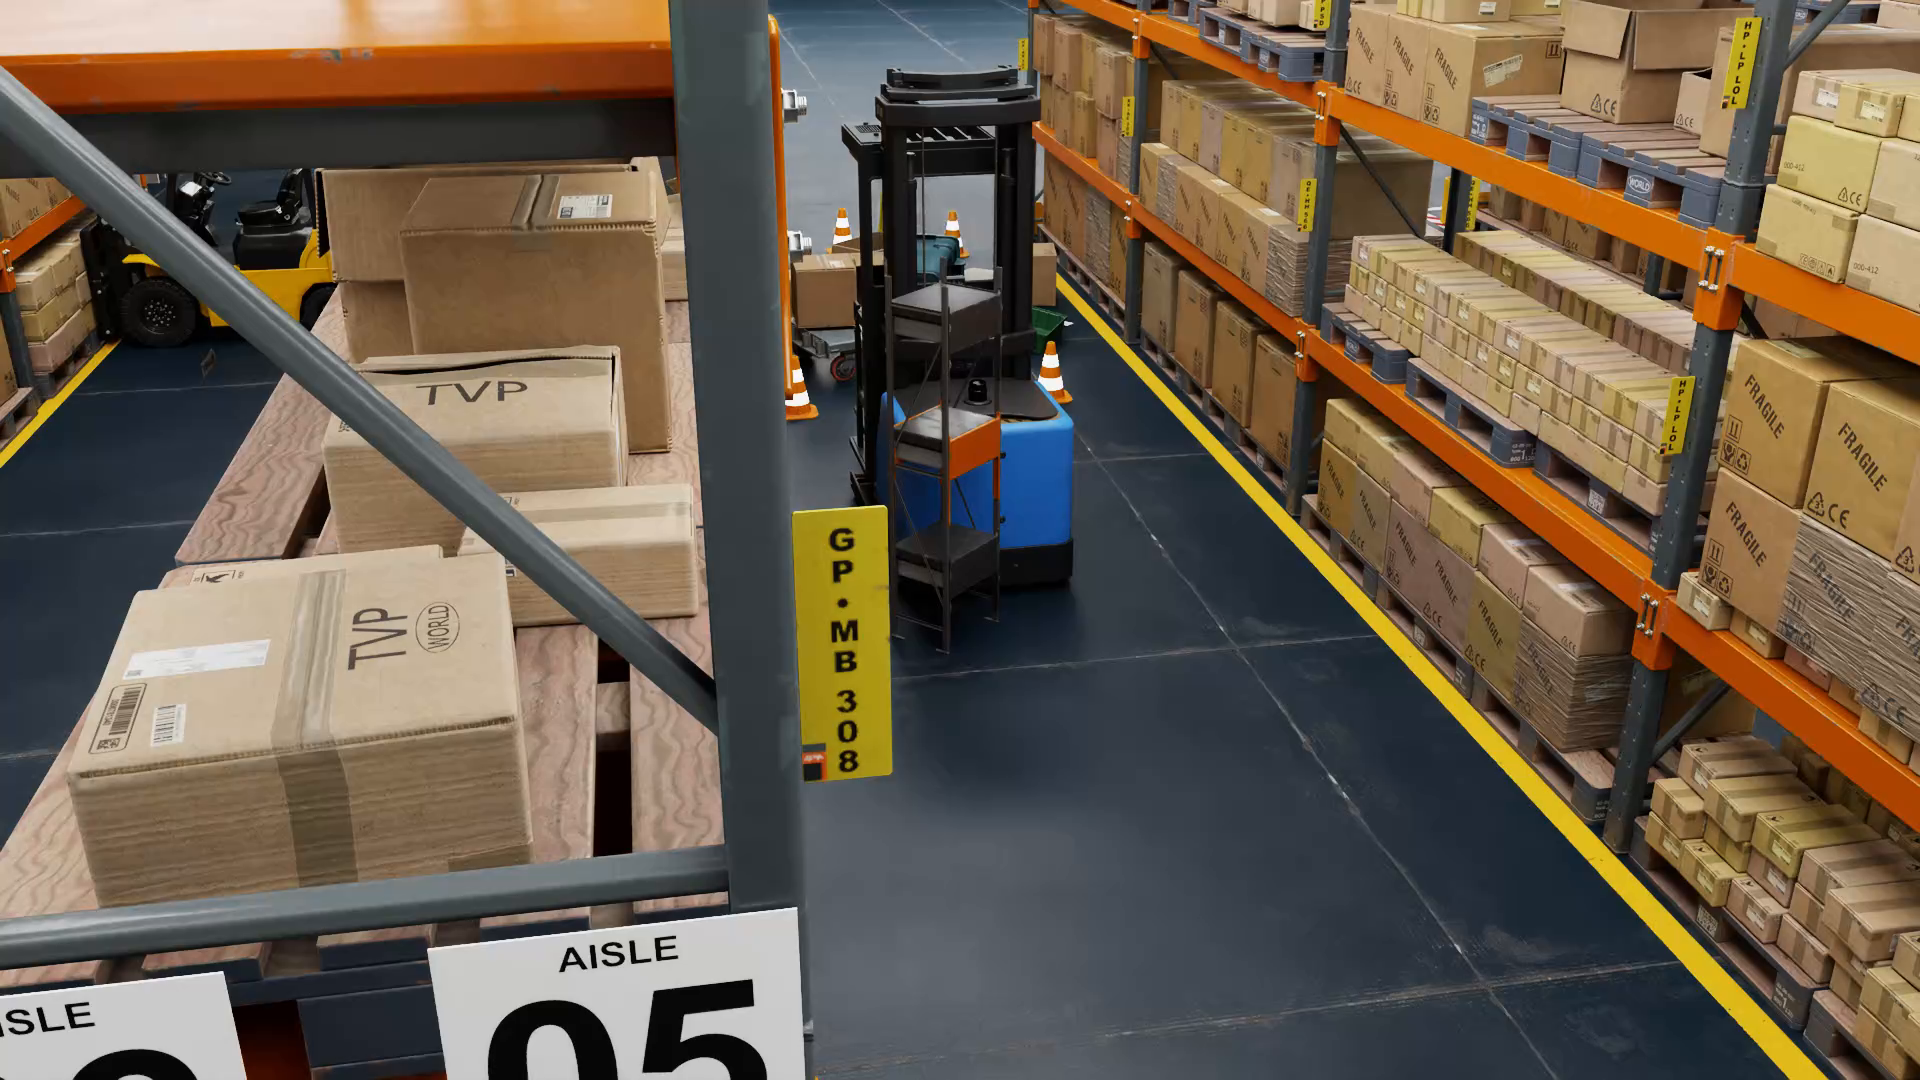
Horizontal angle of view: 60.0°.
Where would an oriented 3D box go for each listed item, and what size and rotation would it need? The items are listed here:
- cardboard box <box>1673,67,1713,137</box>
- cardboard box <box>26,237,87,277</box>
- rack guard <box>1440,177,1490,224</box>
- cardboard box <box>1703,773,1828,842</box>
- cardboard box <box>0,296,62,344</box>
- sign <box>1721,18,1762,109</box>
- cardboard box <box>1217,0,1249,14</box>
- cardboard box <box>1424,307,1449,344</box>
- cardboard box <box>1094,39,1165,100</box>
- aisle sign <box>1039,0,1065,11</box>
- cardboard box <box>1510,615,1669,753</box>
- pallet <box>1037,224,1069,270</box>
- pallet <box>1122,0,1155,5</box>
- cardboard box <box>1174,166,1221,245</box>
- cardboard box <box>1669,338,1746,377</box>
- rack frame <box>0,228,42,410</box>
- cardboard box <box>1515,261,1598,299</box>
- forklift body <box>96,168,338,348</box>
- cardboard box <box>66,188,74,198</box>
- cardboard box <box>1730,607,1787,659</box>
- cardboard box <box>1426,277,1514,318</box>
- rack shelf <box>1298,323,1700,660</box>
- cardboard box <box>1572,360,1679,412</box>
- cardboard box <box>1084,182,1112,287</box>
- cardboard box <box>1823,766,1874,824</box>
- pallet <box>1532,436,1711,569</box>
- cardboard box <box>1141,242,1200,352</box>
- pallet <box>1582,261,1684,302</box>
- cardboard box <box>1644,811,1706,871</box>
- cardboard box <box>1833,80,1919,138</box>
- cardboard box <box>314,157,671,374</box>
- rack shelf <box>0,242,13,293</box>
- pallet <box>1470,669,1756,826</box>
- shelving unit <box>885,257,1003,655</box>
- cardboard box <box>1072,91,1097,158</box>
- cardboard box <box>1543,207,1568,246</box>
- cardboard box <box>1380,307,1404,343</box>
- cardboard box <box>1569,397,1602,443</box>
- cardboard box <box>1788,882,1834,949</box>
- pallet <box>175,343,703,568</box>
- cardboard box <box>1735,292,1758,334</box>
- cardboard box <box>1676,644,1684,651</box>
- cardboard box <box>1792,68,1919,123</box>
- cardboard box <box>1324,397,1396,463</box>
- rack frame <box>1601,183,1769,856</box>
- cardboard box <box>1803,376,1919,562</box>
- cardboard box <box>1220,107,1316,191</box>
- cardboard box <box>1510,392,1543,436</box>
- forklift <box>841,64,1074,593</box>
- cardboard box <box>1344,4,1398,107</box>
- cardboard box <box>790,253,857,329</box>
[{"bbox_3d":[3.478,-1.900,7.192,0.500,0.311,0.500,-5,24,-10],"label":"cardboard box"},{"bbox_3d":[-7.737,-2.385,14.124,0.500,0.250,0.500,-3,24,-8],"label":"cardboard box"},{"bbox_3d":[6.123,-3.884,19.019,1.175,0.500,0.348,-4,24,-10],"label":"rack guard"},{"bbox_3d":[3.287,1.093,6.794,0.380,0.149,0.250,-3,24,-7],"label":"cardboard box"},{"bbox_3d":[-7.554,-1.759,13.315,0.500,0.250,0.500,-4,24,-10],"label":"cardboard box"},{"bbox_3d":[2.890,-1.762,6.150,0.100,0.325,0.005,-4,24,-10],"label":"sign"},{"bbox_3d":[2.098,-3.907,11.426,0.500,0.500,0.500,-4,24,-10],"label":"cardboard box"},{"bbox_3d":[2.784,-1.186,9.135,0.380,0.149,0.250,-4,24,-10],"label":"cardboard box"},{"bbox_3d":[1.740,-4.301,15.312,0.875,0.550,0.550,-4,24,-10],"label":"cardboard box"},{"bbox_3d":[0.907,-5.929,17.330,0.394,0.787,0.004,-4,24,-10],"label":"aisle sign"},{"bbox_3d":[3.050,0.668,8.071,0.500,0.500,0.500,-5,24,-11],"label":"cardboard box"},{"bbox_3d":[1.440,-3.146,17.689,1.003,0.211,1.213,-4,24,-10],"label":"pallet"},{"bbox_3d":[1.814,-4.816,14.391,1.003,0.211,1.213,-4,24,-10],"label":"pallet"},{"bbox_3d":[1.972,-2.583,12.791,0.500,0.500,0.500,-4,24,-10],"label":"cardboard box"},{"bbox_3d":[3.667,-0.860,8.017,0.380,0.149,0.250,-5,24,-10],"label":"cardboard box"},{"bbox_3d":[-7.768,-2.384,12.461,1.000,3.000,0.127,-4,24,-10],"label":"rack frame"},{"bbox_3d":[3.382,-1.470,9.414,0.380,0.149,0.250,-4,24,-8],"label":"cardboard box"},{"bbox_3d":[-6.364,-2.958,14.835,2.313,2.155,1.214,-4,24,-10],"label":"forklift body"},{"bbox_3d":[-7.873,-3.226,14.263,0.500,0.500,0.500,-4,24,-9],"label":"cardboard box"},{"bbox_3d":[3.286,0.335,6.550,0.380,0.149,0.250,-4,24,-8],"label":"cardboard box"},{"bbox_3d":[2.783,-1.327,9.086,0.380,0.149,0.250,-3,24,-7],"label":"cardboard box"},{"bbox_3d":[3.065,-0.469,8.976,1.077,0.370,4.000,-4,24,-10],"label":"rack shelf"},{"bbox_3d":[3.072,-0.713,7.681,0.380,0.149,0.250,-5,24,-11],"label":"cardboard box"},{"bbox_3d":[1.737,-2.985,15.966,0.875,0.875,0.875,-4,24,-9],"label":"cardboard box"},{"bbox_3d":[3.842,1.047,6.898,0.380,0.149,0.250,-4,24,-9],"label":"cardboard box"},{"bbox_3d":[3.436,-0.236,7.782,1.003,0.211,1.213,-4,24,-10],"label":"pallet"},{"bbox_3d":[2.158,-2.083,14.058,1.050,0.750,0.750,-4,24,-10],"label":"cardboard box"},{"bbox_3d":[6.689,-2.470,16.142,1.003,0.211,1.213,-4,24,-10],"label":"pallet"},{"bbox_3d":[3.186,1.269,7.135,0.380,0.149,0.250,-5,24,-12],"label":"cardboard box"},{"bbox_3d":[3.268,-1.488,5.726,0.380,0.149,0.250,-5,24,-12],"label":"cardboard box"},{"bbox_3d":[-1.131,-0.738,4.166,0.797,0.503,0.637,-2,24,-6],"label":"cardboard box"},{"bbox_3d":[-7.398,-1.268,10.804,1.077,0.370,4.000,-4,24,-10],"label":"rack shelf"},{"bbox_3d":[3.289,0.959,8.289,1.003,0.211,1.213,-4,24,-10],"label":"pallet"},{"bbox_3d":[-0.084,-0.447,9.151,0.431,2.100,0.503,16,28,32],"label":"shelving unit"},{"bbox_3d":[1.571,-4.009,15.994,0.875,0.550,0.500,-4,24,-10],"label":"cardboard box"},{"bbox_3d":[6.449,-3.380,17.339,0.500,0.500,0.500,-2,24,-5],"label":"cardboard box"},{"bbox_3d":[2.679,-1.260,9.677,0.380,0.149,0.250,-3,24,-7],"label":"cardboard box"},{"bbox_3d":[3.074,-0.569,7.723,0.380,0.149,0.250,-3,24,-7],"label":"cardboard box"},{"bbox_3d":[3.450,1.424,6.407,0.380,0.149,0.250,-6,24,-12],"label":"cardboard box"},{"bbox_3d":[-1.048,-0.139,3.683,1.003,0.211,1.213,-4,24,-10],"label":"pallet"},{"bbox_3d":[7.010,-2.110,14.408,0.700,0.500,0.500,-4,24,-10],"label":"cardboard box"},{"bbox_3d":[3.557,0.287,8.007,0.500,0.250,0.500,-5,24,-12],"label":"cardboard box"},{"bbox_3d":[3.250,-1.598,5.977,0.380,0.149,0.250,-5,24,-11],"label":"cardboard box"},{"bbox_3d":[2.584,-0.687,10.237,0.500,0.250,0.500,-5,24,-12],"label":"cardboard box"},{"bbox_3d":[3.434,-0.012,7.030,1.000,3.000,0.127,-4,24,-10],"label":"rack frame"},{"bbox_3d":[3.389,-0.254,5.839,0.500,0.500,0.500,-5,24,-11],"label":"cardboard box"},{"bbox_3d":[2.335,-2.868,12.196,0.700,0.500,0.500,-5,24,-10],"label":"cardboard box"},{"bbox_3d":[2.971,-0.639,8.255,0.380,0.149,0.250,-5,24,-12],"label":"cardboard box"},{"bbox_3d":[-0.135,-1.589,10.727,1.130,2.935,3.031,-5,24,-11],"label":"forklift"},{"bbox_3d":[2.539,-2.762,9.453,0.500,0.500,0.500,-4,24,-10],"label":"cardboard box"},{"bbox_3d":[-1.147,-2.098,13.983,0.500,0.500,0.500,-4,24,-10],"label":"cardboard box"}]
